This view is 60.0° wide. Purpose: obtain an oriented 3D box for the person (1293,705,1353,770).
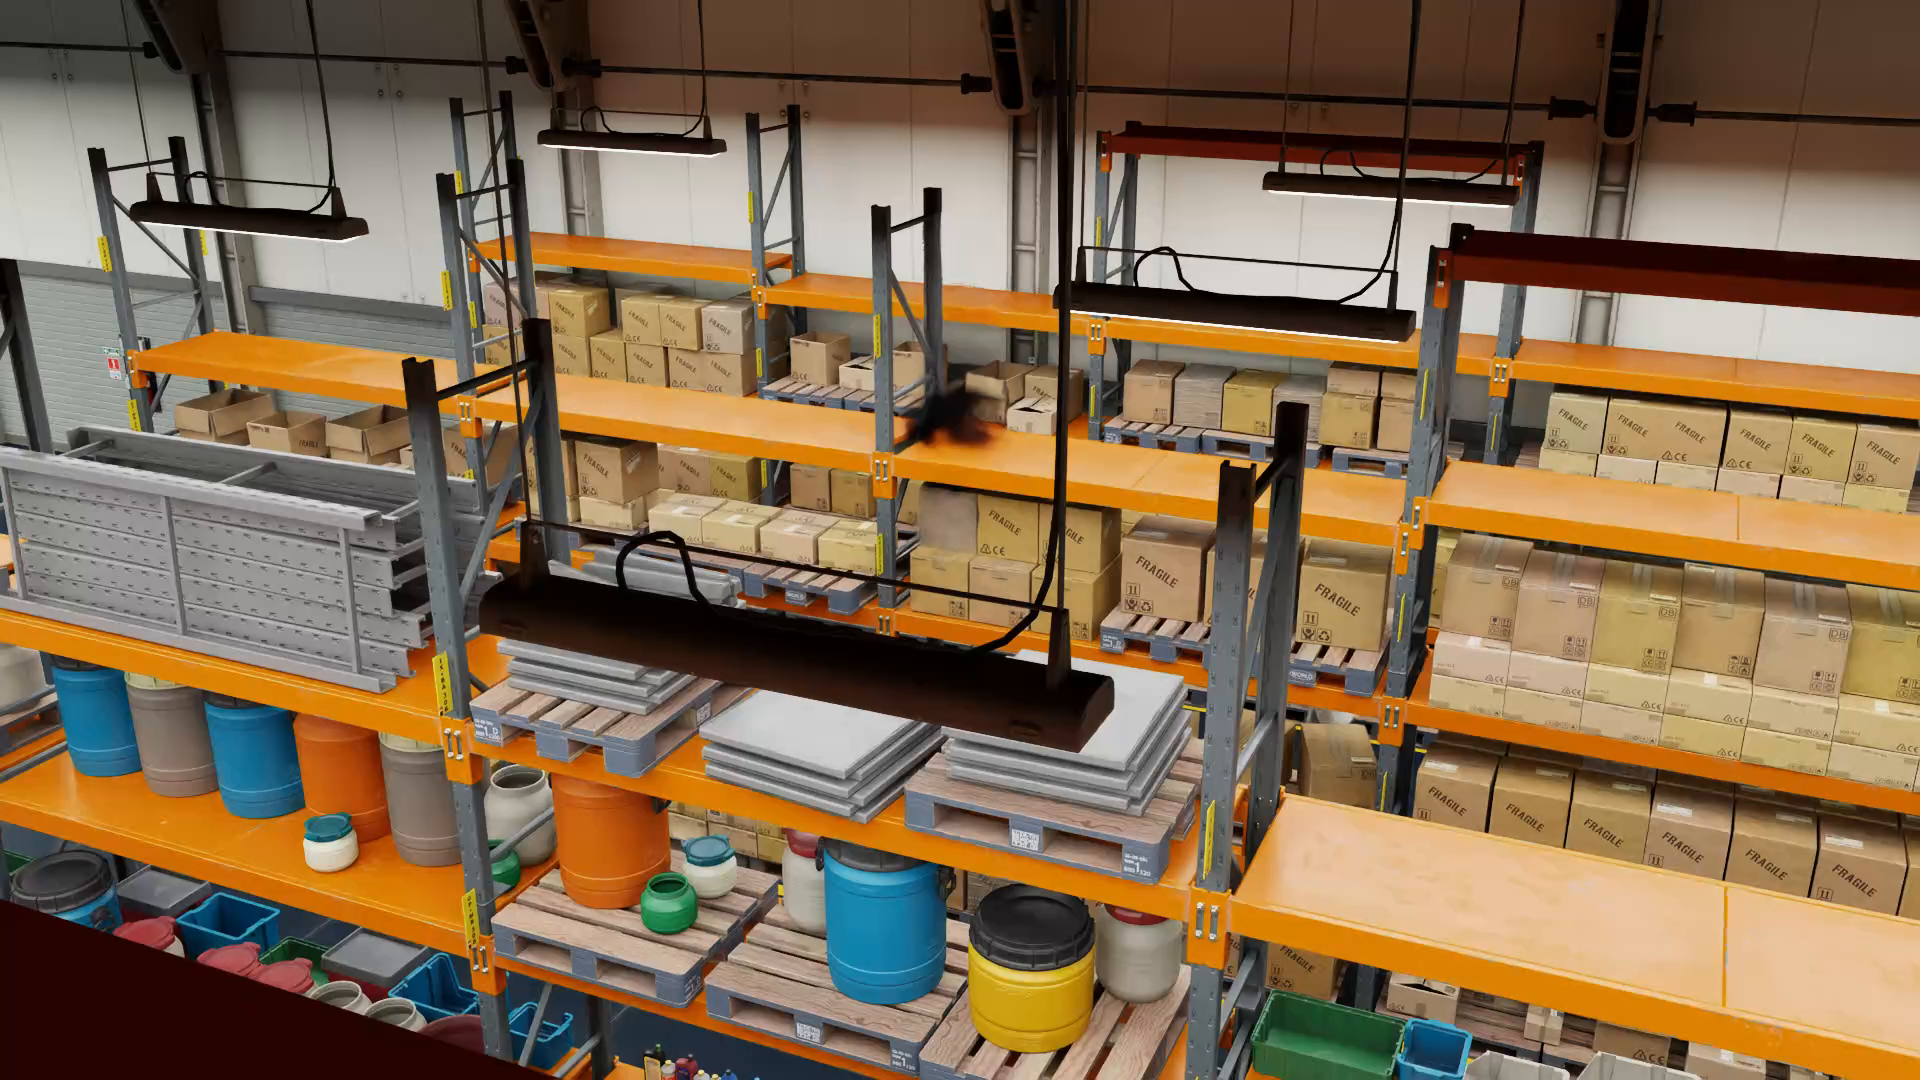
[{"bbox_3d":[3.429,1.517,15.428,0.881,1.857,0.681,5,21,13],"label":"person"}]
